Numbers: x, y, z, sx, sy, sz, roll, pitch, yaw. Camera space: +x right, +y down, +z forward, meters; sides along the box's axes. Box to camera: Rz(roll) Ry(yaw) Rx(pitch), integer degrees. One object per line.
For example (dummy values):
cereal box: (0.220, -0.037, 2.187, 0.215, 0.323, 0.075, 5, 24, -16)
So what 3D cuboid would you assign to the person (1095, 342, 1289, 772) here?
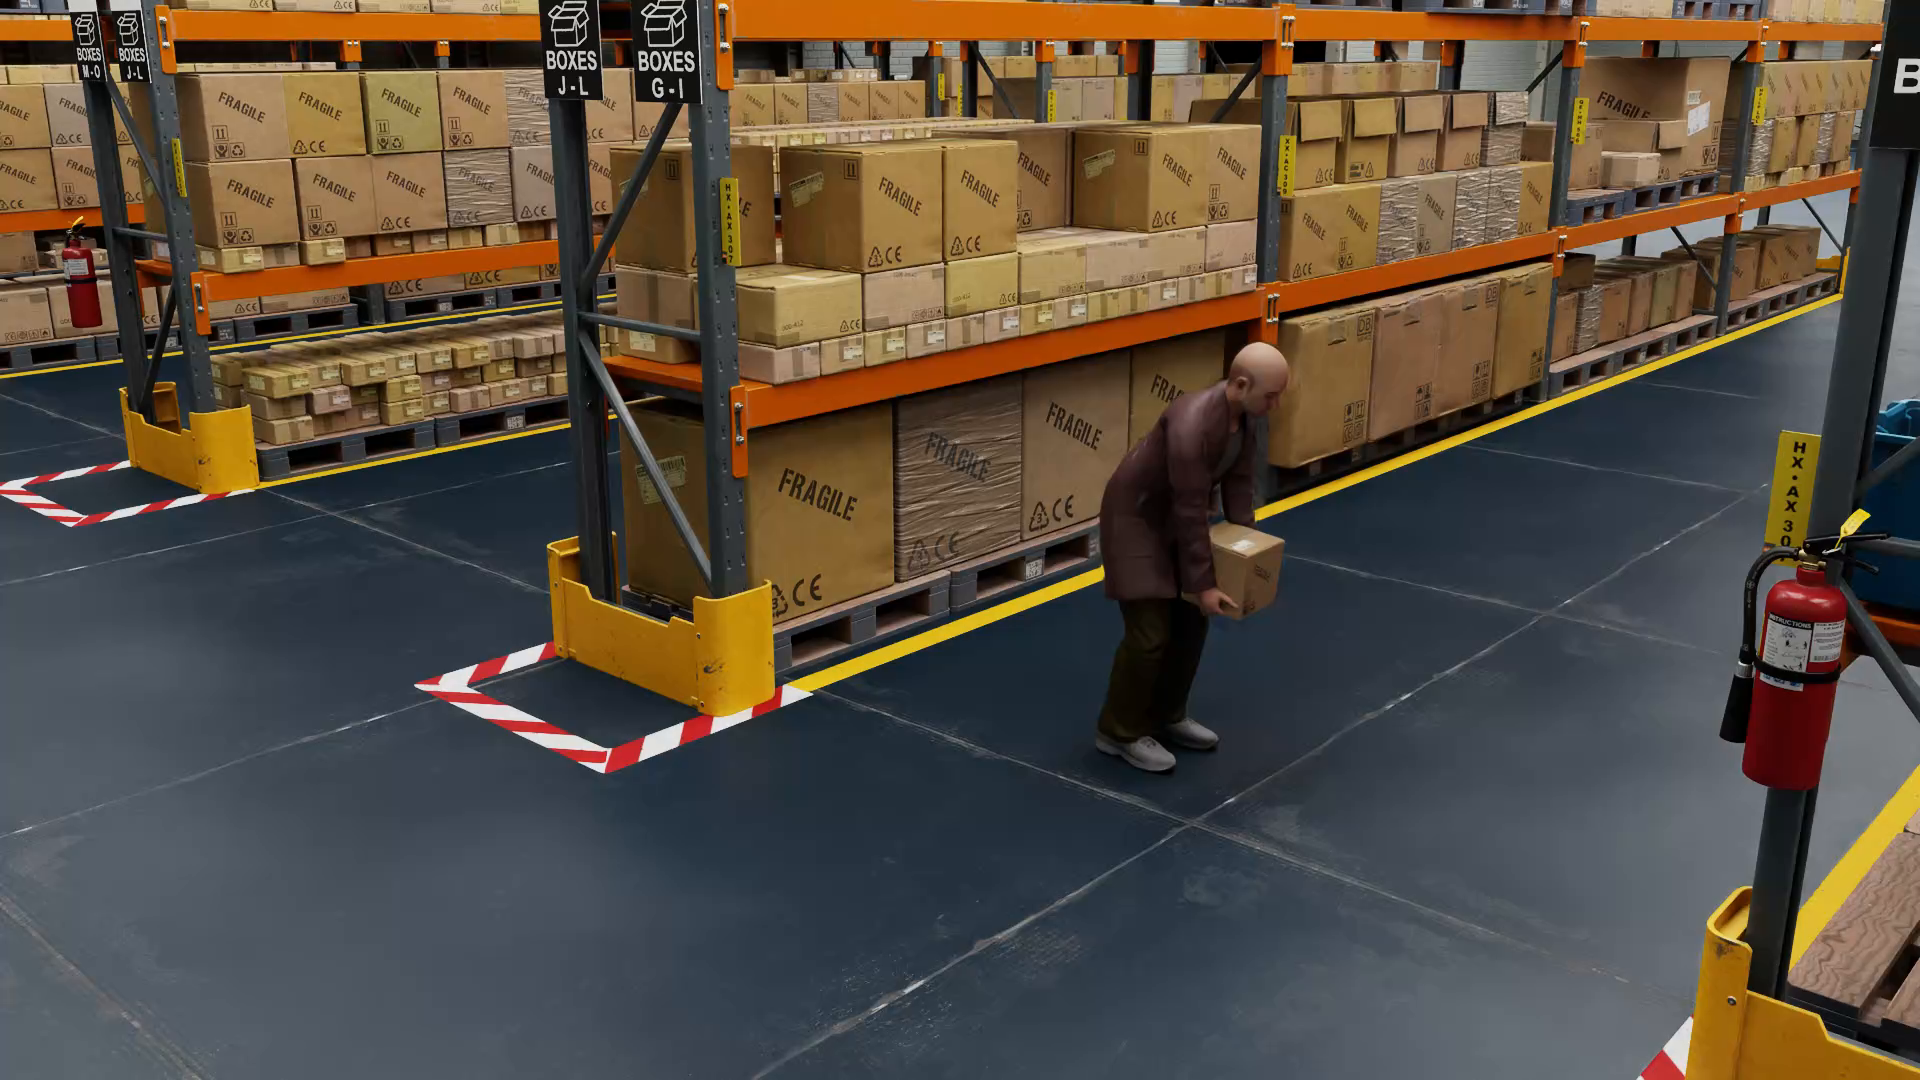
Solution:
person: (0.846, 0.133, 6.165, 0.697, 1.472, 0.543, 14, 22, 39)
